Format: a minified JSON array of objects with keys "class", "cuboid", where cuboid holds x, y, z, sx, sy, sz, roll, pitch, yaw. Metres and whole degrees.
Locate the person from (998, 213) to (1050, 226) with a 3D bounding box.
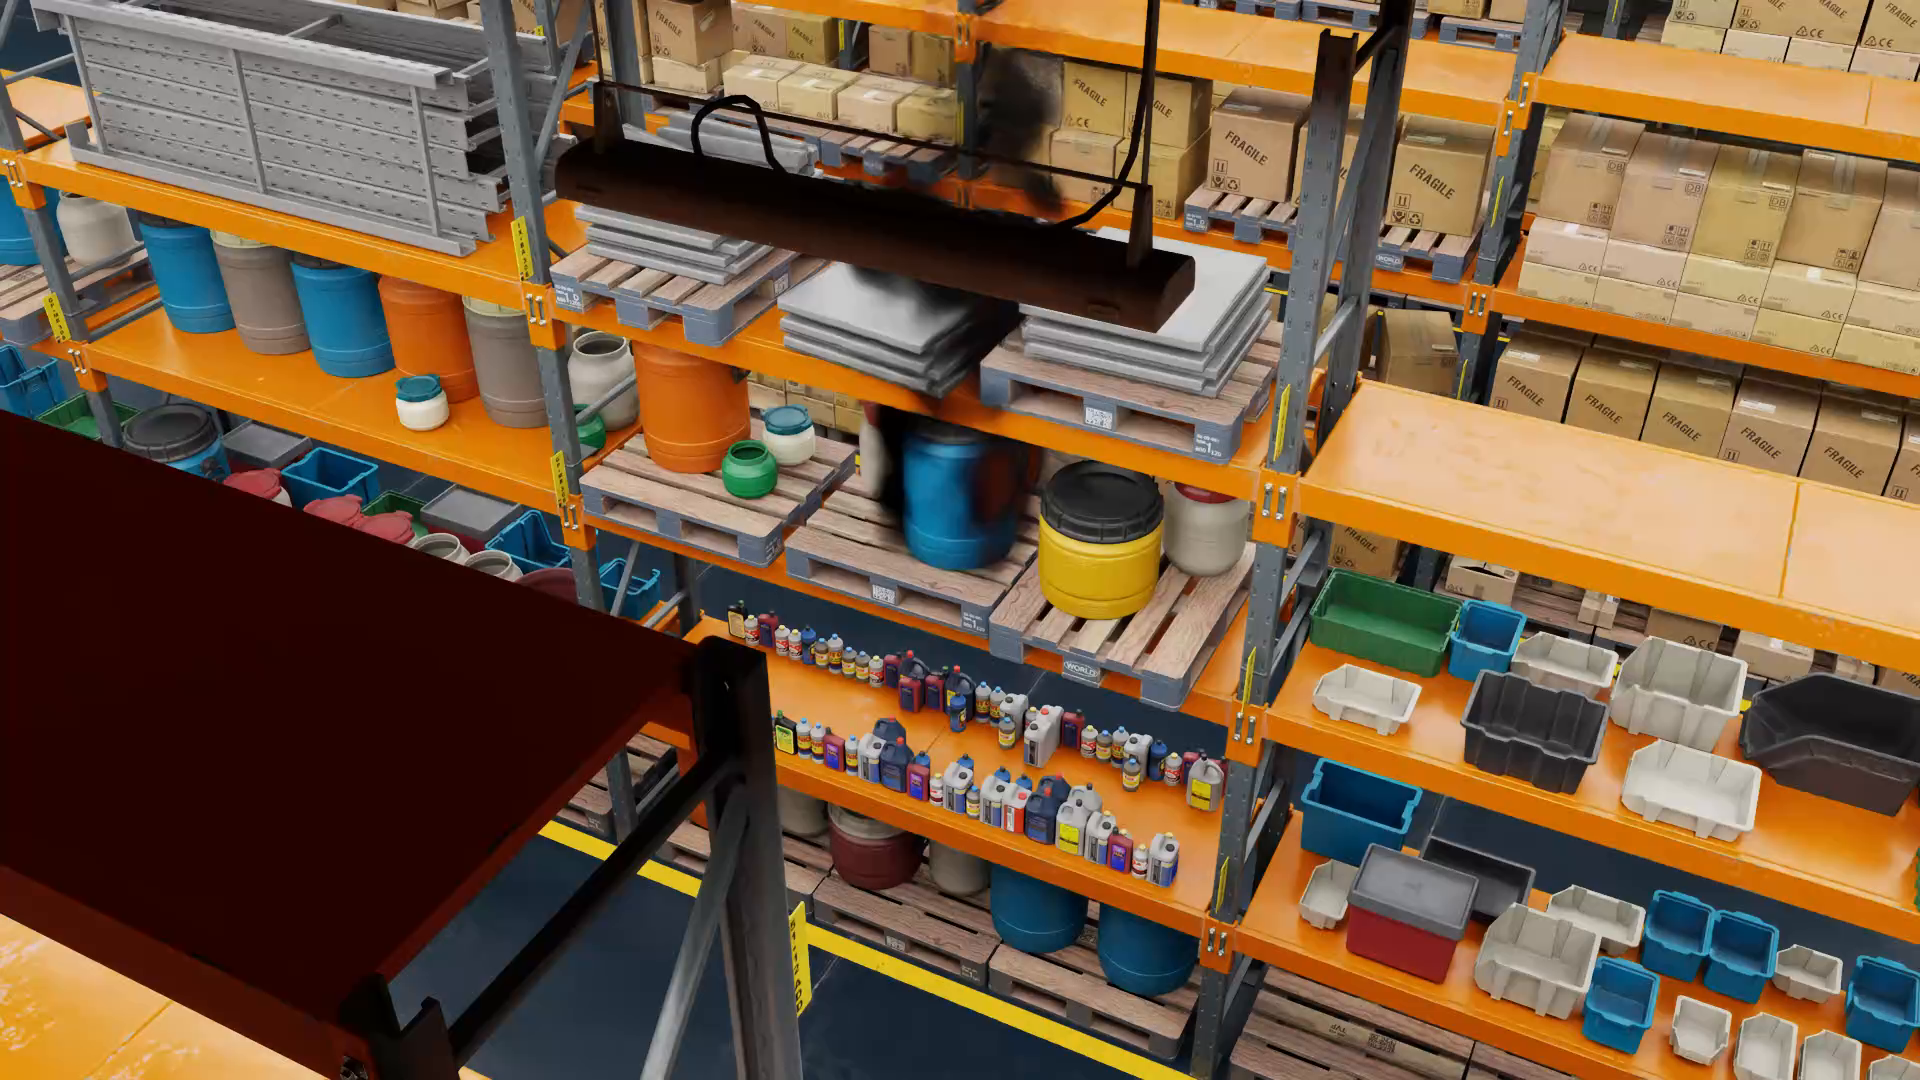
[{"class":"person","cuboid":[0.739,-2.823,16.346,0.890,1.796,0.640,14,37,19]}]
